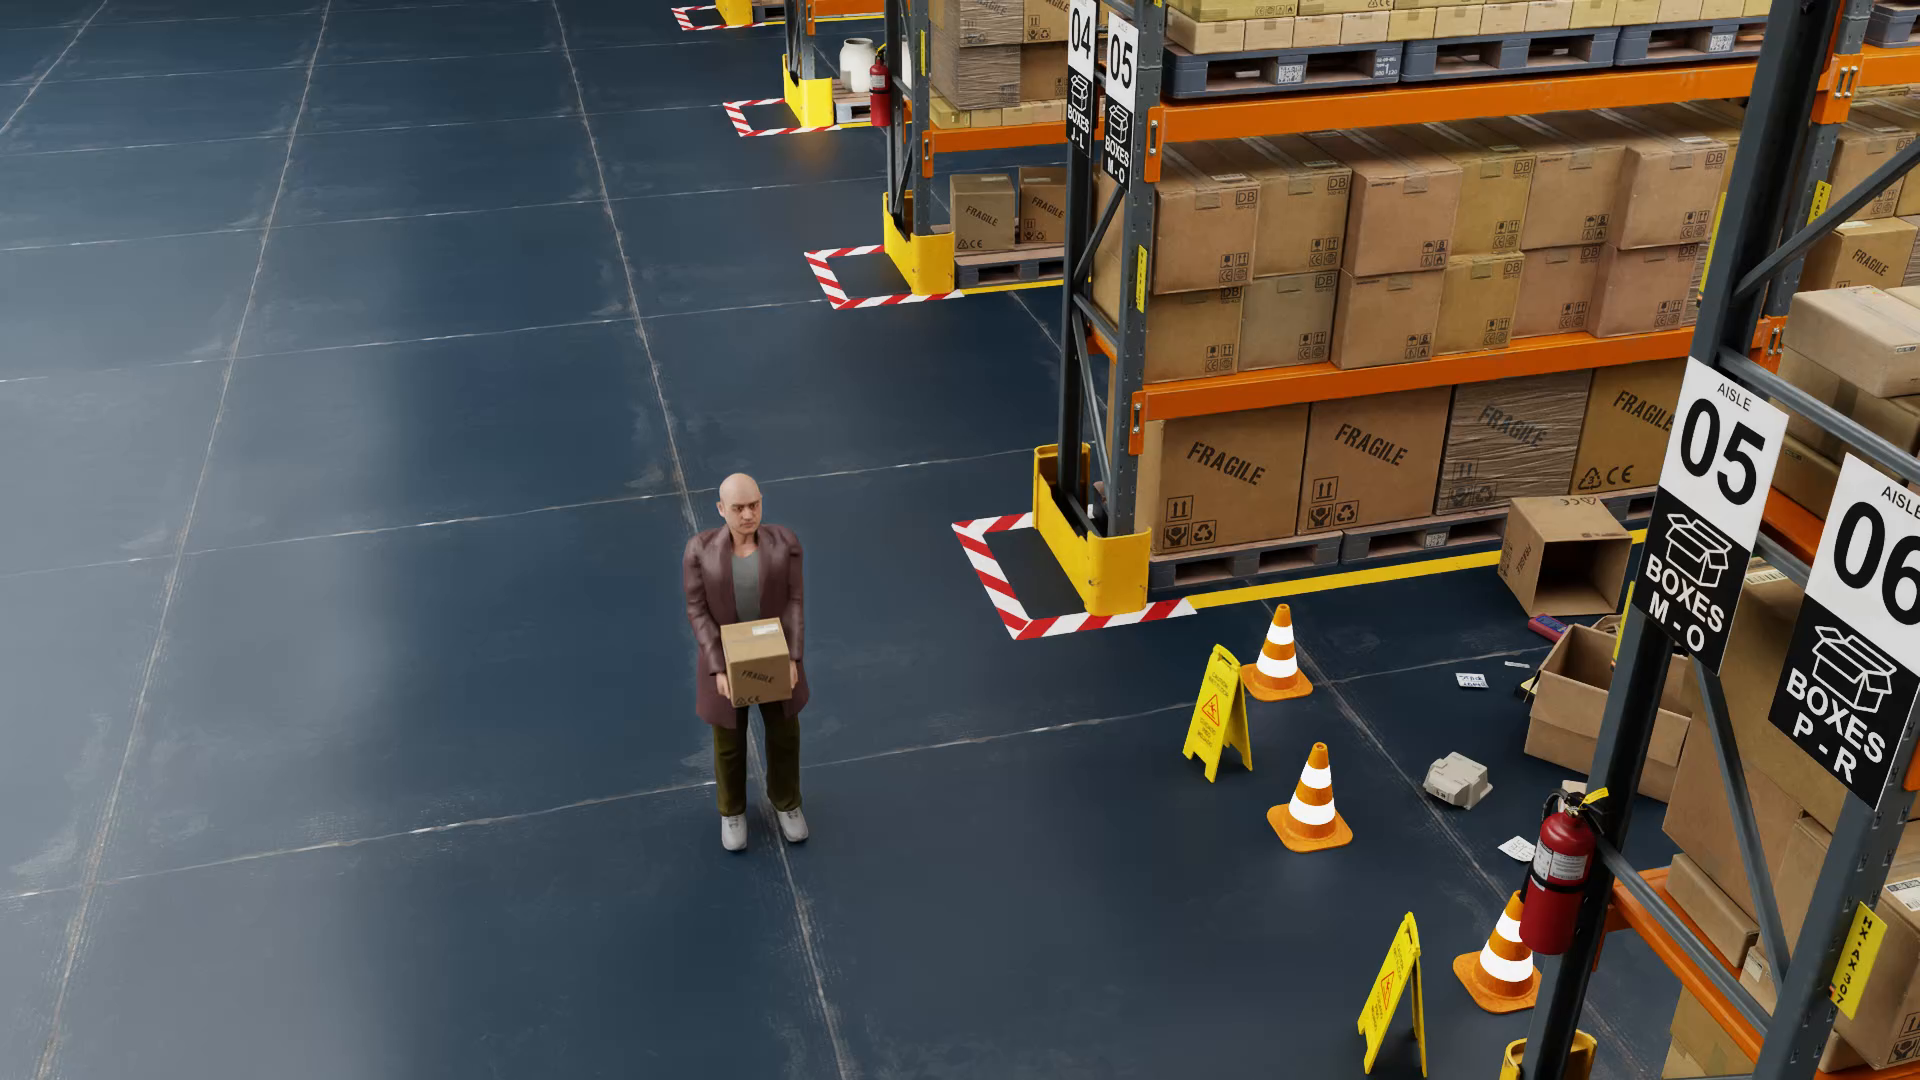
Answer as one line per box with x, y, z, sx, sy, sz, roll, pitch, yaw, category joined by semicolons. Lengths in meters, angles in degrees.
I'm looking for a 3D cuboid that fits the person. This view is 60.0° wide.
-0.907;0.656;7.333;0.529;1.559;0.468;-8;31;-13;person
